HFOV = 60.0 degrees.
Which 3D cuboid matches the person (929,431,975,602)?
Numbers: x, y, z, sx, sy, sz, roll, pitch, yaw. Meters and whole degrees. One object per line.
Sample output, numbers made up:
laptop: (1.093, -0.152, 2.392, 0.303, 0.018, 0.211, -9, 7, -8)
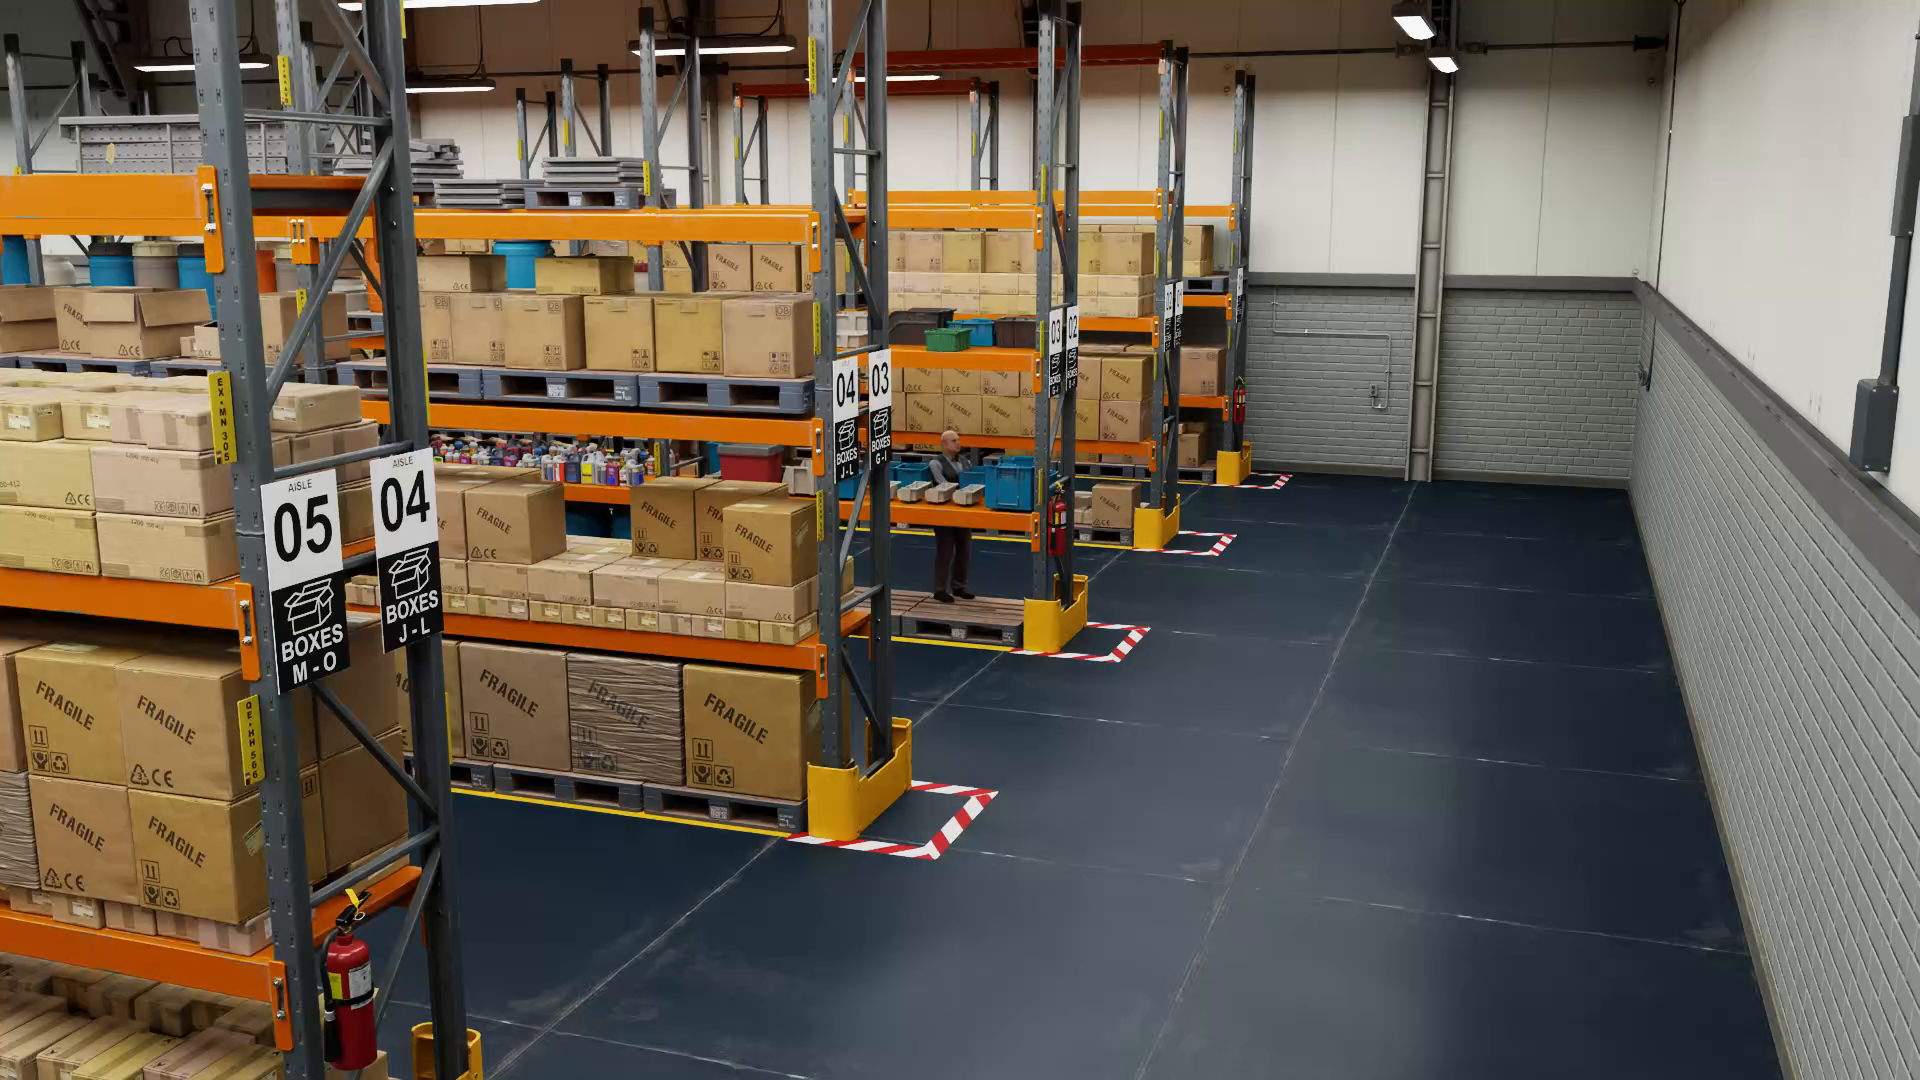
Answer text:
person: (-0.014, -0.233, 16.758, 0.494, 1.711, 0.550, -9, 15, -37)
